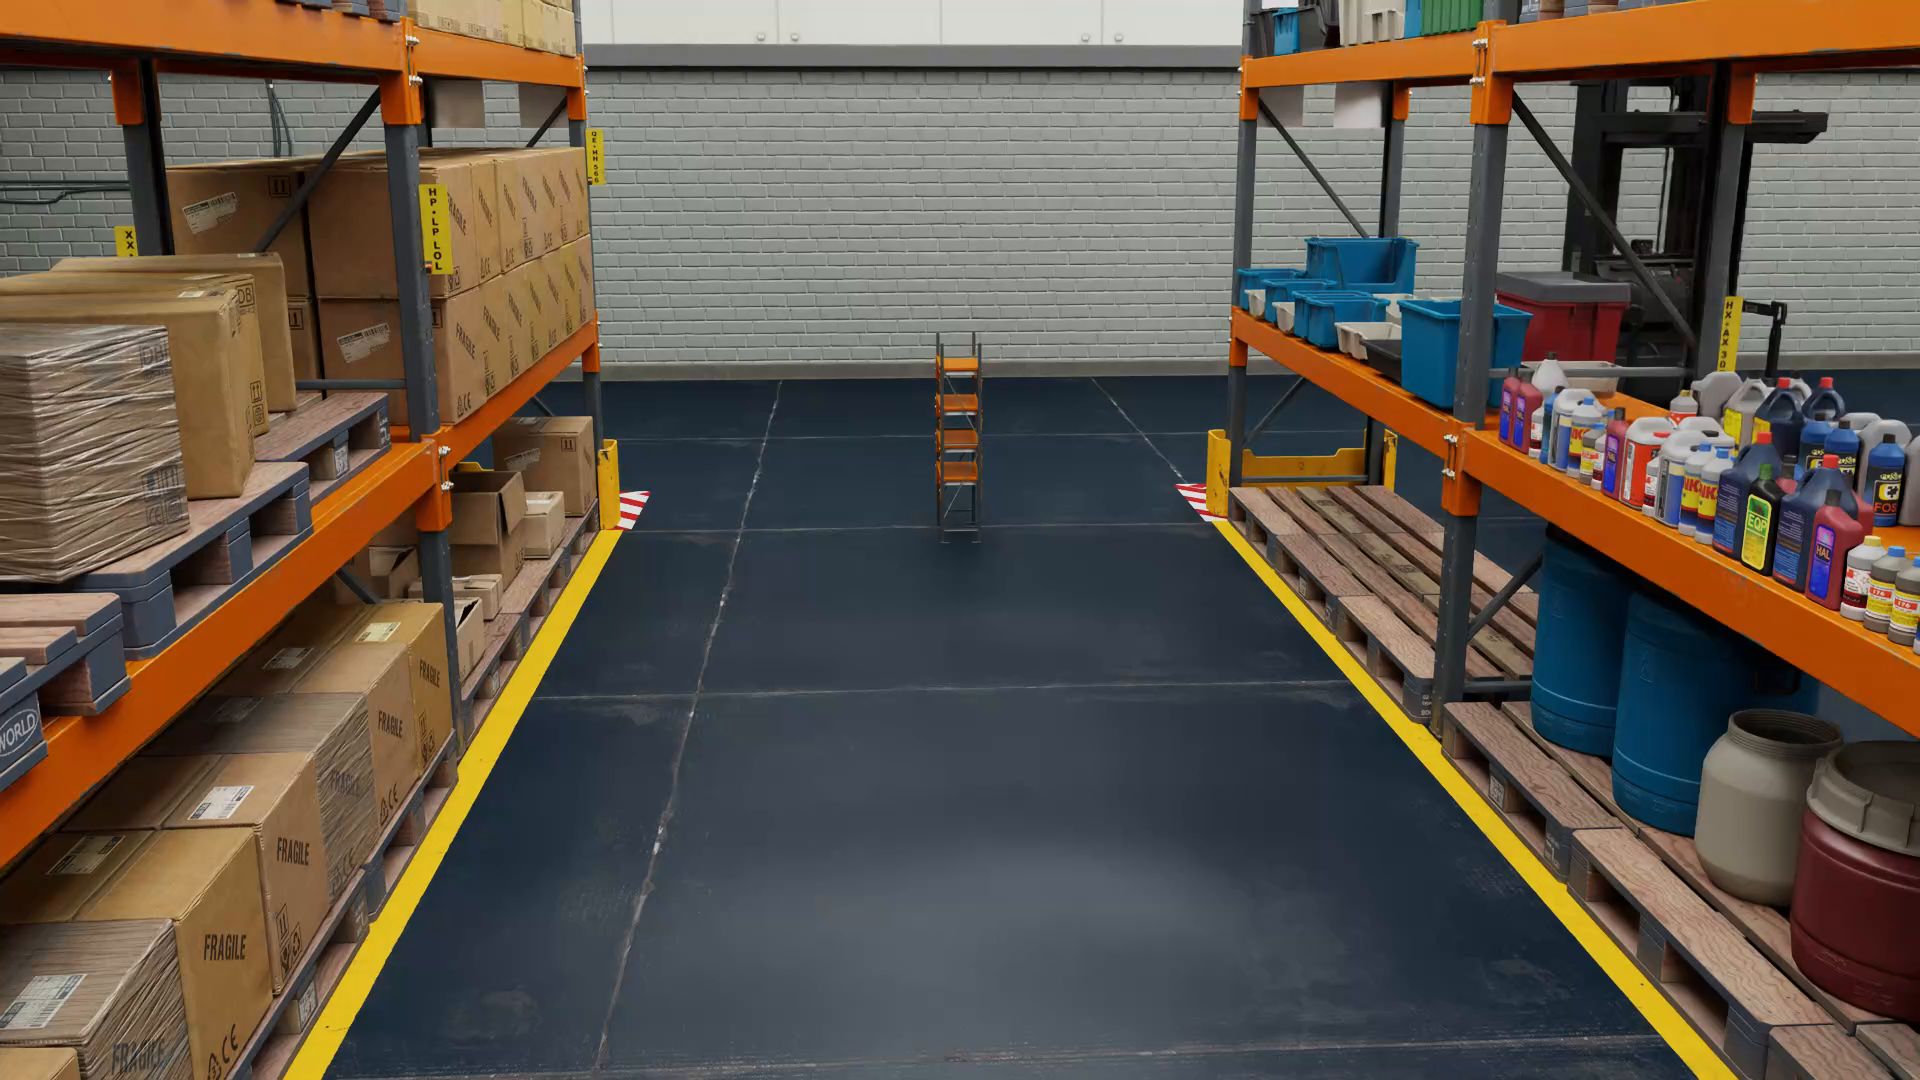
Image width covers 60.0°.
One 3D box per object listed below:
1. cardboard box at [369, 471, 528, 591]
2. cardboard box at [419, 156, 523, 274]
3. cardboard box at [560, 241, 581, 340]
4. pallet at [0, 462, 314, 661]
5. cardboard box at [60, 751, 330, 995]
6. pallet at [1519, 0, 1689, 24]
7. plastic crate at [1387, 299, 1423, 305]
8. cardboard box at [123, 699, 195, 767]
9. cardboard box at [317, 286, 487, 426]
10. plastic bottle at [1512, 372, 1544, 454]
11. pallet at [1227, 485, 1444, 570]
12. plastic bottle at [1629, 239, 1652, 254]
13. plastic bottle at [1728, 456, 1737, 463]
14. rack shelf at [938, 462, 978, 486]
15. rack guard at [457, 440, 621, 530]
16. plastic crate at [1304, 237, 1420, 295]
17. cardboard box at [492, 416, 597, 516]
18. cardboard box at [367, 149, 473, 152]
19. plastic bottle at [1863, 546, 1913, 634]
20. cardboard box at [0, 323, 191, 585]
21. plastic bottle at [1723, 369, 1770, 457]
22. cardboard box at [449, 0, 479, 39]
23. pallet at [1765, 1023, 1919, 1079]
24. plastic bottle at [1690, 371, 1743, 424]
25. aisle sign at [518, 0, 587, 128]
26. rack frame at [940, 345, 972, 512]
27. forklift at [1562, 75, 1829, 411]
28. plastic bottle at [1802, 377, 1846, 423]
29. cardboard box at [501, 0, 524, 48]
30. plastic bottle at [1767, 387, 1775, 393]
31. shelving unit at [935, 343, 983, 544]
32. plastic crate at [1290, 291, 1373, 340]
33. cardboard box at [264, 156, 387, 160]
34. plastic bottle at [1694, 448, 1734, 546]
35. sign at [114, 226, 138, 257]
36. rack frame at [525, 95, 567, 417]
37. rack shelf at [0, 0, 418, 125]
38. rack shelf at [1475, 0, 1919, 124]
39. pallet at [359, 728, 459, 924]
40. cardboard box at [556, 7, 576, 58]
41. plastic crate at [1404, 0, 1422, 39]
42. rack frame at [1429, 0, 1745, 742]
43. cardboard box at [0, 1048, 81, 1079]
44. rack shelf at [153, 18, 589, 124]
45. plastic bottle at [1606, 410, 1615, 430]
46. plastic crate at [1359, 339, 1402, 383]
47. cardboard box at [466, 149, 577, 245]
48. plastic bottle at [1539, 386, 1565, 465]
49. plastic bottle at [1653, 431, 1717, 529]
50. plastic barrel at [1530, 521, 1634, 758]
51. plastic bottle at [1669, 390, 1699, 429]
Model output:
[{"bbox_3d":[-2.607,-0.046,8.311,0.797,0.503,0.637,-1,14,-3],"label":"cardboard box"},{"bbox_3d":[-2.298,-1.485,7.570,0.500,0.500,0.500,-1,14,-5],"label":"cardboard box"},{"bbox_3d":[-2.398,-1.382,9.175,0.500,0.500,0.500,-1,14,-3],"label":"cardboard box"},{"bbox_3d":[-2.363,0.030,4.276,1.003,0.211,1.213,-1,14,-3],"label":"pallet"},{"bbox_3d":[-2.082,0.916,4.582,0.500,0.500,0.500,-1,14,-5],"label":"cardboard box"},{"bbox_3d":[0.245,0.091,3.629,6.198,3.011,5.144,-1,14,-3],"label":"pallet"},{"bbox_3d":[2.446,-1.274,9.366,0.396,0.136,0.243,-1,14,-3],"label":"plastic crate"},{"bbox_3d":[-2.631,0.804,5.015,0.500,0.500,0.500,-1,14,-3],"label":"cardboard box"},{"bbox_3d":[-2.245,-0.754,6.736,0.500,0.500,0.500,-1,14,-2],"label":"cardboard box"},{"bbox_3d":[2.064,-0.463,6.039,0.061,0.283,0.133,-1,14,-3],"label":"plastic bottle"},{"bbox_3d":[2.223,-0.089,9.947,1.003,0.211,1.213,-1,14,-3],"label":"pallet"},{"bbox_3d":[4.419,-1.277,10.960,0.171,1.395,0.111,-1,14,-3],"label":"plastic bottle"},{"bbox_3d":[2.302,-0.151,4.994,0.097,0.201,0.097,0,14,0],"label":"plastic bottle"},{"bbox_3d":[-0.010,-0.403,10.093,0.221,0.050,0.457,-1,14,-3],"label":"rack shelf"},{"bbox_3d":[-2.729,-0.340,10.344,1.175,0.500,0.348,-1,14,-3],"label":"rack guard"},{"bbox_3d":[2.418,-1.611,10.075,0.616,0.435,0.499,-1,14,-3],"label":"plastic crate"},{"bbox_3d":[-2.454,-0.440,9.852,0.500,0.500,0.500,-1,14,-3],"label":"cardboard box"},{"bbox_3d":[-2.929,-1.858,9.019,0.500,0.500,0.500,-1,14,-3],"label":"cardboard box"},{"bbox_3d":[2.216,0.115,3.957,0.097,0.201,0.097,0,14,0],"label":"plastic bottle"},{"bbox_3d":[-2.255,-0.217,3.806,0.700,0.500,0.500,2,15,7],"label":"cardboard box"},{"bbox_3d":[2.698,-0.400,5.662,0.144,0.351,0.185,-1,14,-3],"label":"plastic bottle"},{"bbox_3d":[-2.296,-2.204,6.853,0.500,0.250,0.500,-1,14,-3],"label":"cardboard box"},{"bbox_3d":[2.616,1.500,3.774,1.003,0.211,1.213,-1,14,-3],"label":"pallet"},{"bbox_3d":[2.806,-0.497,6.187,0.152,0.276,0.135,-1,14,-3],"label":"plastic bottle"},{"bbox_3d":[-2.432,-2.850,9.866,0.394,0.787,0.004,-1,14,-3],"label":"aisle sign"},{"bbox_3d":[-0.025,-0.683,10.273,0.228,1.046,0.006,-1,14,-3],"label":"rack frame"},{"bbox_3d":[4.524,-1.608,10.396,1.130,2.935,3.031,-3,15,-12],"label":"forklift"},{"bbox_3d":[2.854,-0.357,5.492,0.144,0.351,0.185,-1,14,-3],"label":"plastic bottle"},{"bbox_3d":[-2.359,-2.452,7.819,0.500,0.250,0.500,-1,14,-3],"label":"cardboard box"},{"bbox_3d":[2.828,-0.406,5.834,0.152,0.276,0.135,-1,14,-3],"label":"plastic bottle"},{"bbox_3d":[-0.010,-0.622,10.035,0.258,1.200,0.499,-1,14,-3],"label":"shelving unit"},{"bbox_3d":[1.979,-1.199,8.882,0.416,0.233,0.300,-1,14,-3],"label":"plastic crate"},{"bbox_3d":[-2.841,-1.482,7.558,0.500,0.500,0.500,-1,14,-3],"label":"cardboard box"},{"bbox_3d":[2.165,-0.125,4.752,0.097,0.271,0.097,0,14,0],"label":"plastic bottle"},{"bbox_3d":[-3.027,-0.983,6.092,0.100,0.325,0.005,-1,14,-3],"label":"sign"},{"bbox_3d":[-2.737,-1.569,10.106,0.949,2.616,0.053,-1,14,-3],"label":"rack frame"},{"bbox_3d":[-2.362,-1.181,4.022,1.077,0.370,4.000,-1,14,-3],"label":"rack shelf"},{"bbox_3d":[2.582,-1.257,4.316,1.077,0.370,4.000,-1,14,-3],"label":"rack shelf"},{"bbox_3d":[-2.397,0.978,5.803,1.003,0.211,1.213,-1,14,-3],"label":"pallet"},{"bbox_3d":[-2.438,-2.826,9.270,0.500,0.250,0.500,-1,14,-3],"label":"cardboard box"},{"bbox_3d":[2.084,-2.243,7.041,0.416,0.233,0.300,-1,14,-3],"label":"plastic crate"},{"bbox_3d":[2.459,-0.650,6.533,1.000,3.000,0.127,-1,14,-3],"label":"rack frame"},{"bbox_3d":[-1.981,1.300,3.087,0.500,0.500,0.500,0,14,-1],"label":"cardboard box"},{"bbox_3d":[-2.609,-2.176,7.888,1.077,0.370,4.000,-1,14,-3],"label":"rack shelf"},{"bbox_3d":[2.253,-0.348,5.759,0.097,0.201,0.097,0,14,0],"label":"plastic bottle"},{"bbox_3d":[2.121,-0.820,7.626,0.437,0.125,0.590,-1,14,-3],"label":"plastic crate"},{"bbox_3d":[-2.399,-1.870,9.067,0.500,0.500,0.500,0,14,-2],"label":"cardboard box"},{"bbox_3d":[2.095,-0.404,5.836,0.097,0.271,0.097,0,14,0],"label":"plastic bottle"},{"bbox_3d":[2.179,-0.181,4.959,0.152,0.276,0.135,-1,14,-3],"label":"plastic bottle"},{"bbox_3d":[2.475,0.298,6.215,0.600,0.901,0.708,-1,14,-3],"label":"plastic barrel"},{"bbox_3d":[2.682,-0.454,6.171,0.097,0.201,0.097,0,14,0],"label":"plastic bottle"}]
